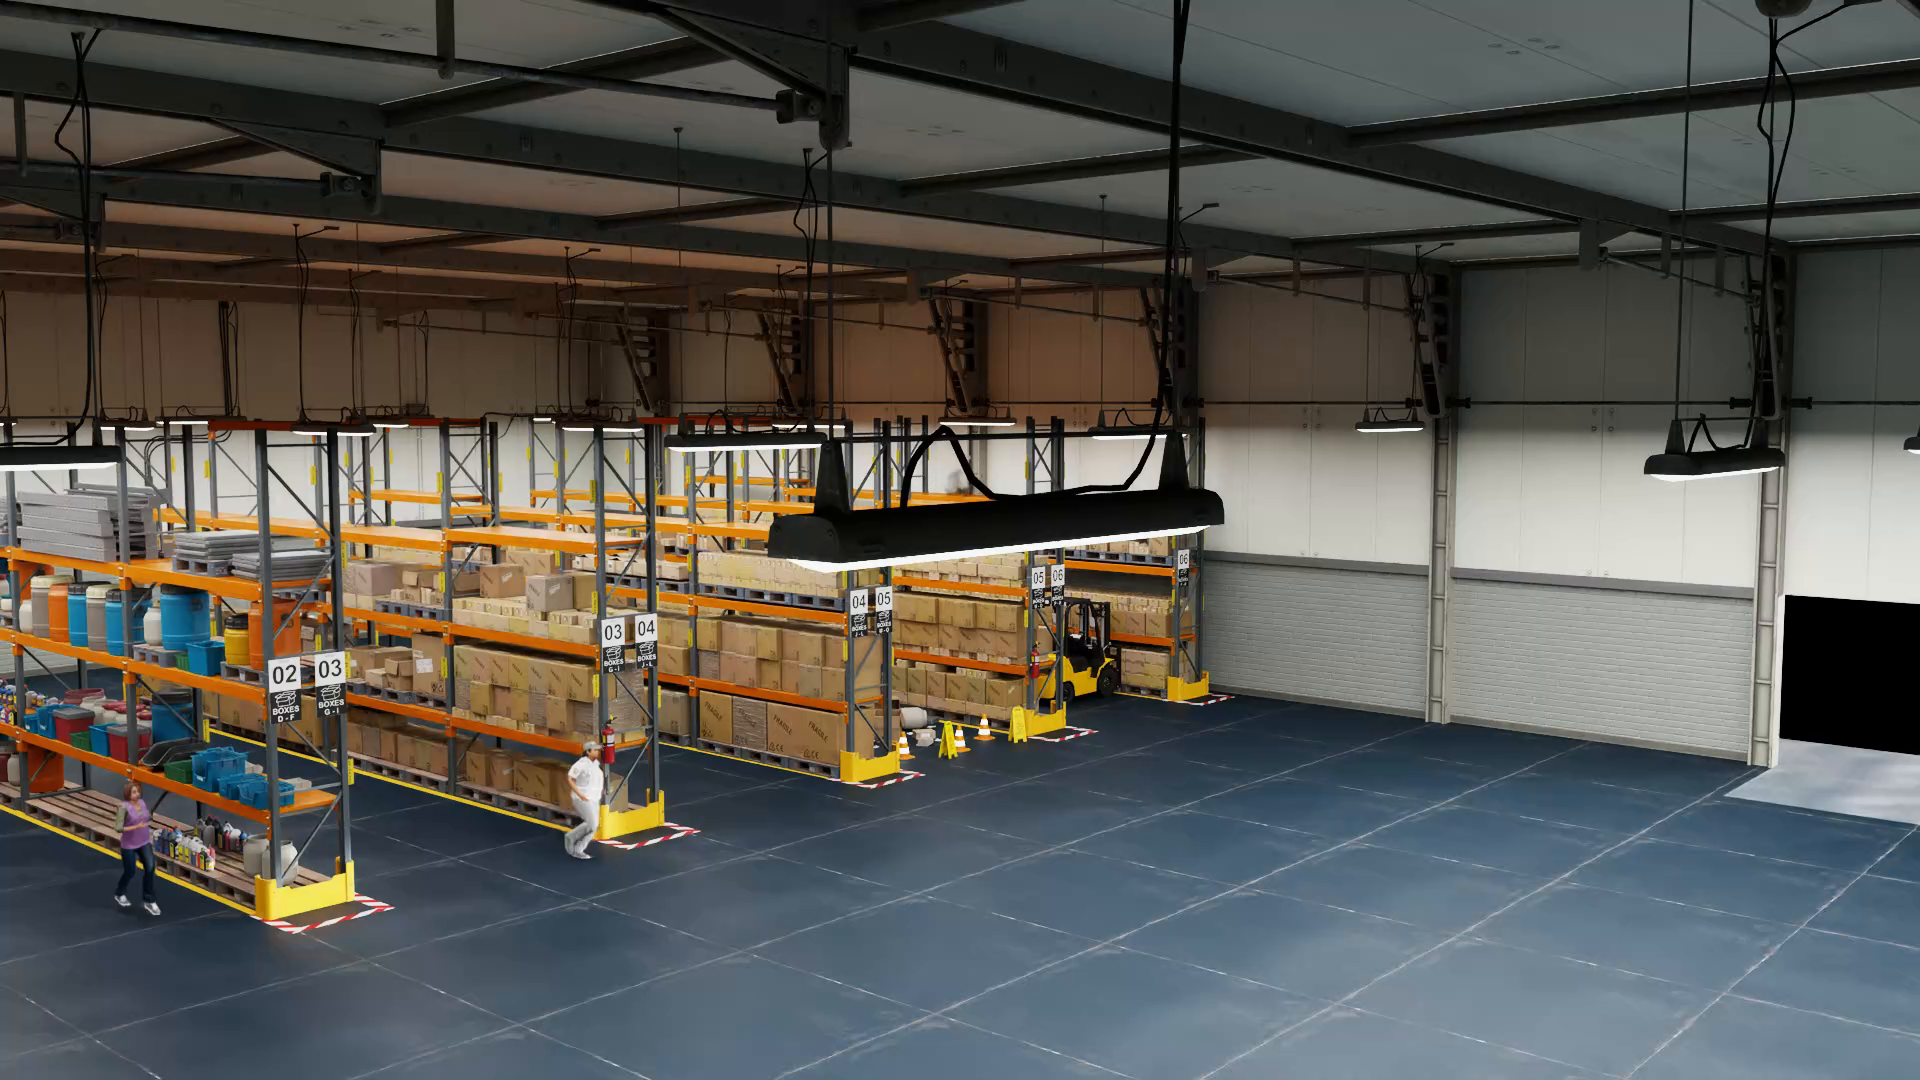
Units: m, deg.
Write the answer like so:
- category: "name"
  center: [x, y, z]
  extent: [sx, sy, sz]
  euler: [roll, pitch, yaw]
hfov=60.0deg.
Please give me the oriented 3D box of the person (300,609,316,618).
- category: "person"
  center: [-15.052, 2.314, 38.165]
  extent: [0.757, 1.764, 0.640]
  euler: [0, 5, 3]

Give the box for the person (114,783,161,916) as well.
- category: "person"
  center: [-10.211, 3.806, 20.572]
  extent: [0.733, 1.629, 0.525]
  euler: [3, 6, 31]

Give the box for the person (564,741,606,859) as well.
- category: "person"
  center: [-5.160, 3.615, 23.210]
  extent: [0.508, 1.596, 0.660]
  euler: [2, 5, 22]
